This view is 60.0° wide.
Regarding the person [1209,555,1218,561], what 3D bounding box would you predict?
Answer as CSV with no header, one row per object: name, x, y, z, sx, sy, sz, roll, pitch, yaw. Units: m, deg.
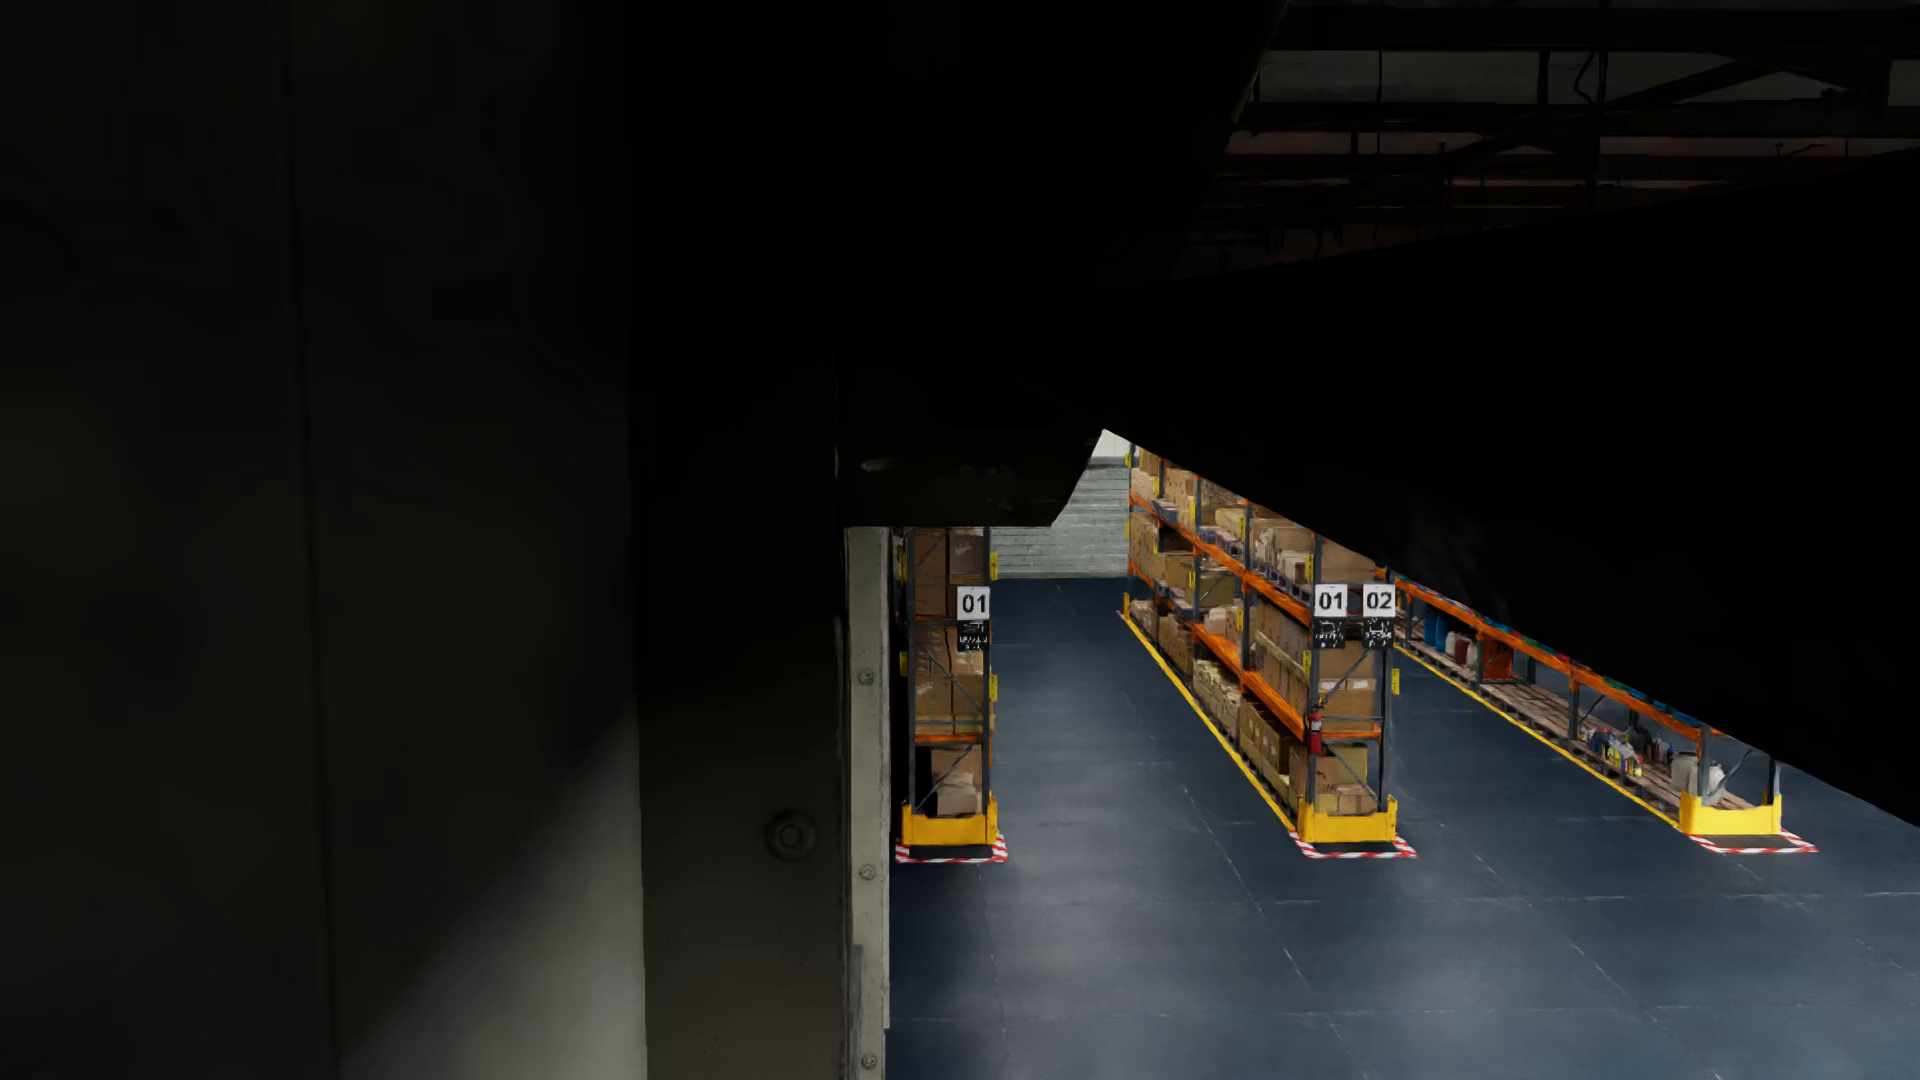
person,6.128,0.396,40.090,0.467,1.442,0.604,5,9,36
